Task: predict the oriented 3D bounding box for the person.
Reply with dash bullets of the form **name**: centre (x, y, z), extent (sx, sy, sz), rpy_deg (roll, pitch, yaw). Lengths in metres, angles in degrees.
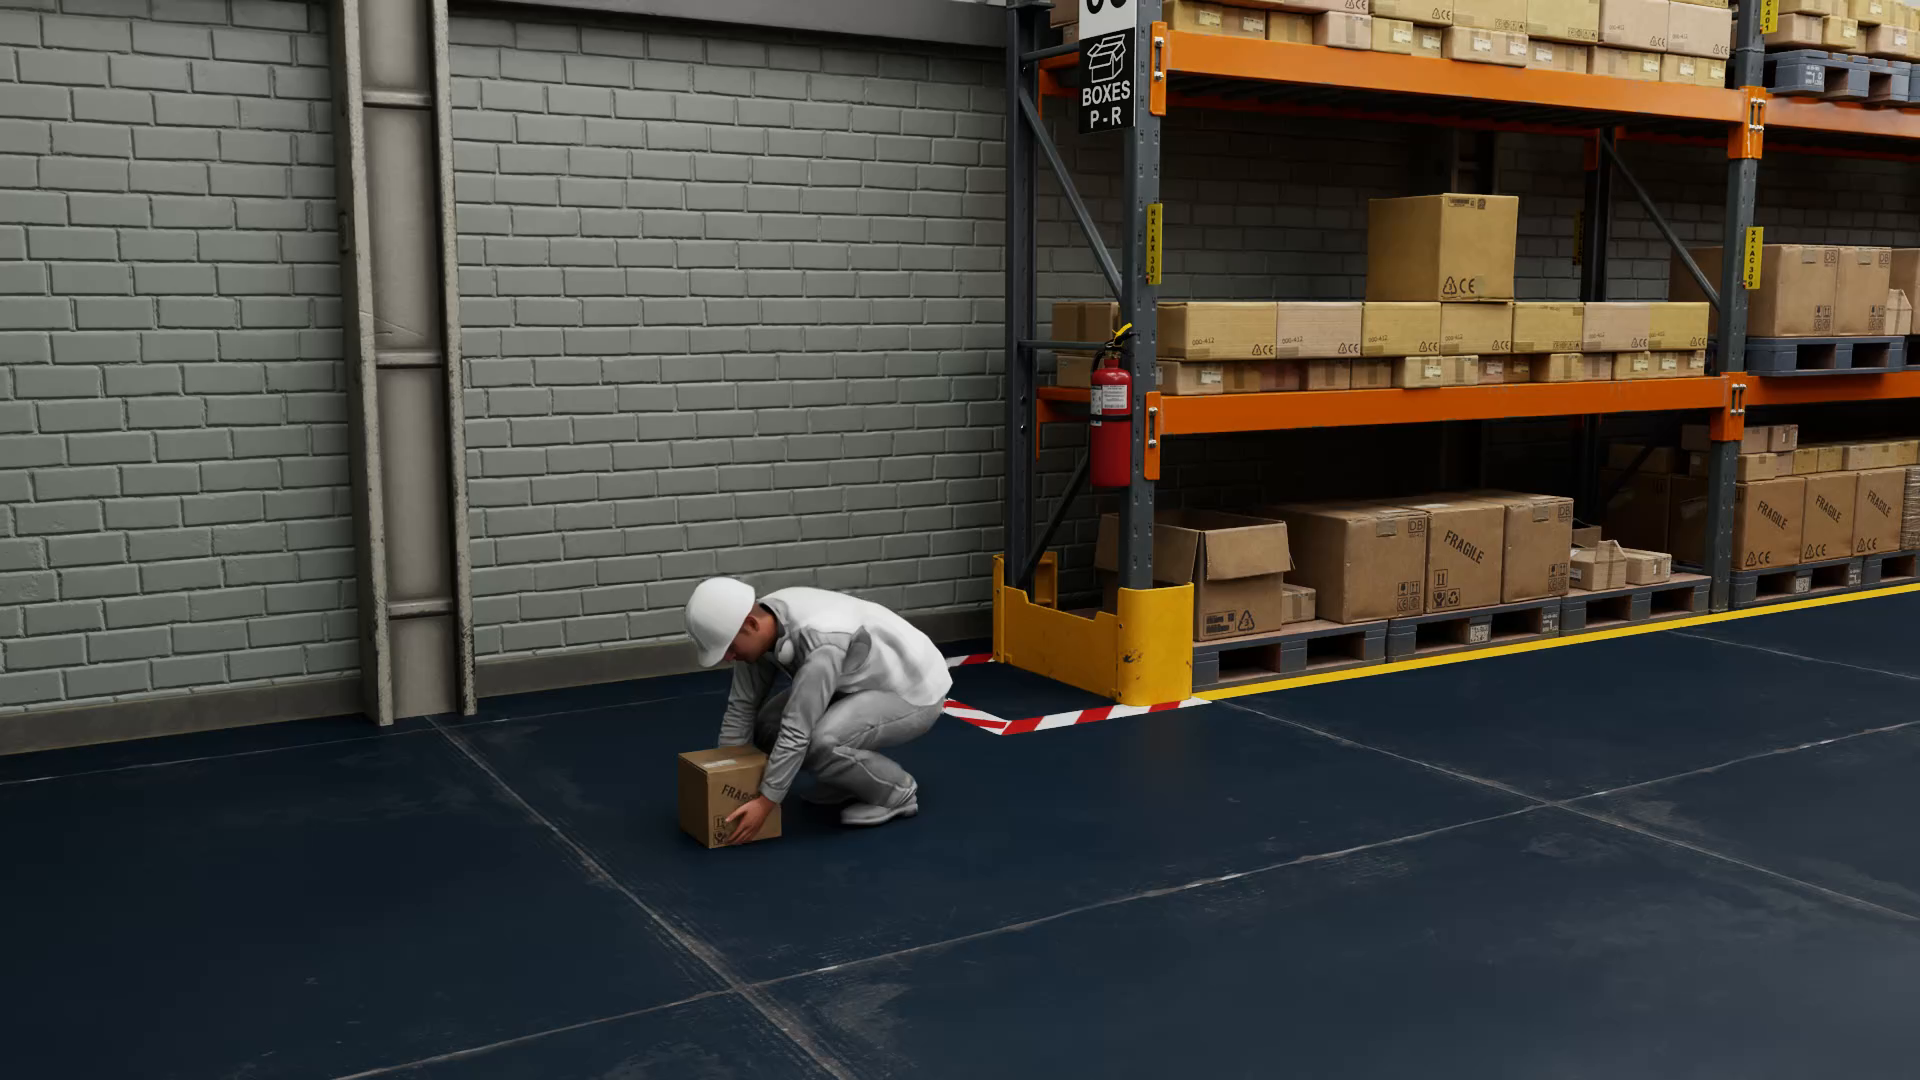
- **person**: centre (-0.475, 0.517, 5.472), extent (0.928, 0.869, 0.529), rpy_deg (-5, 9, -31)
